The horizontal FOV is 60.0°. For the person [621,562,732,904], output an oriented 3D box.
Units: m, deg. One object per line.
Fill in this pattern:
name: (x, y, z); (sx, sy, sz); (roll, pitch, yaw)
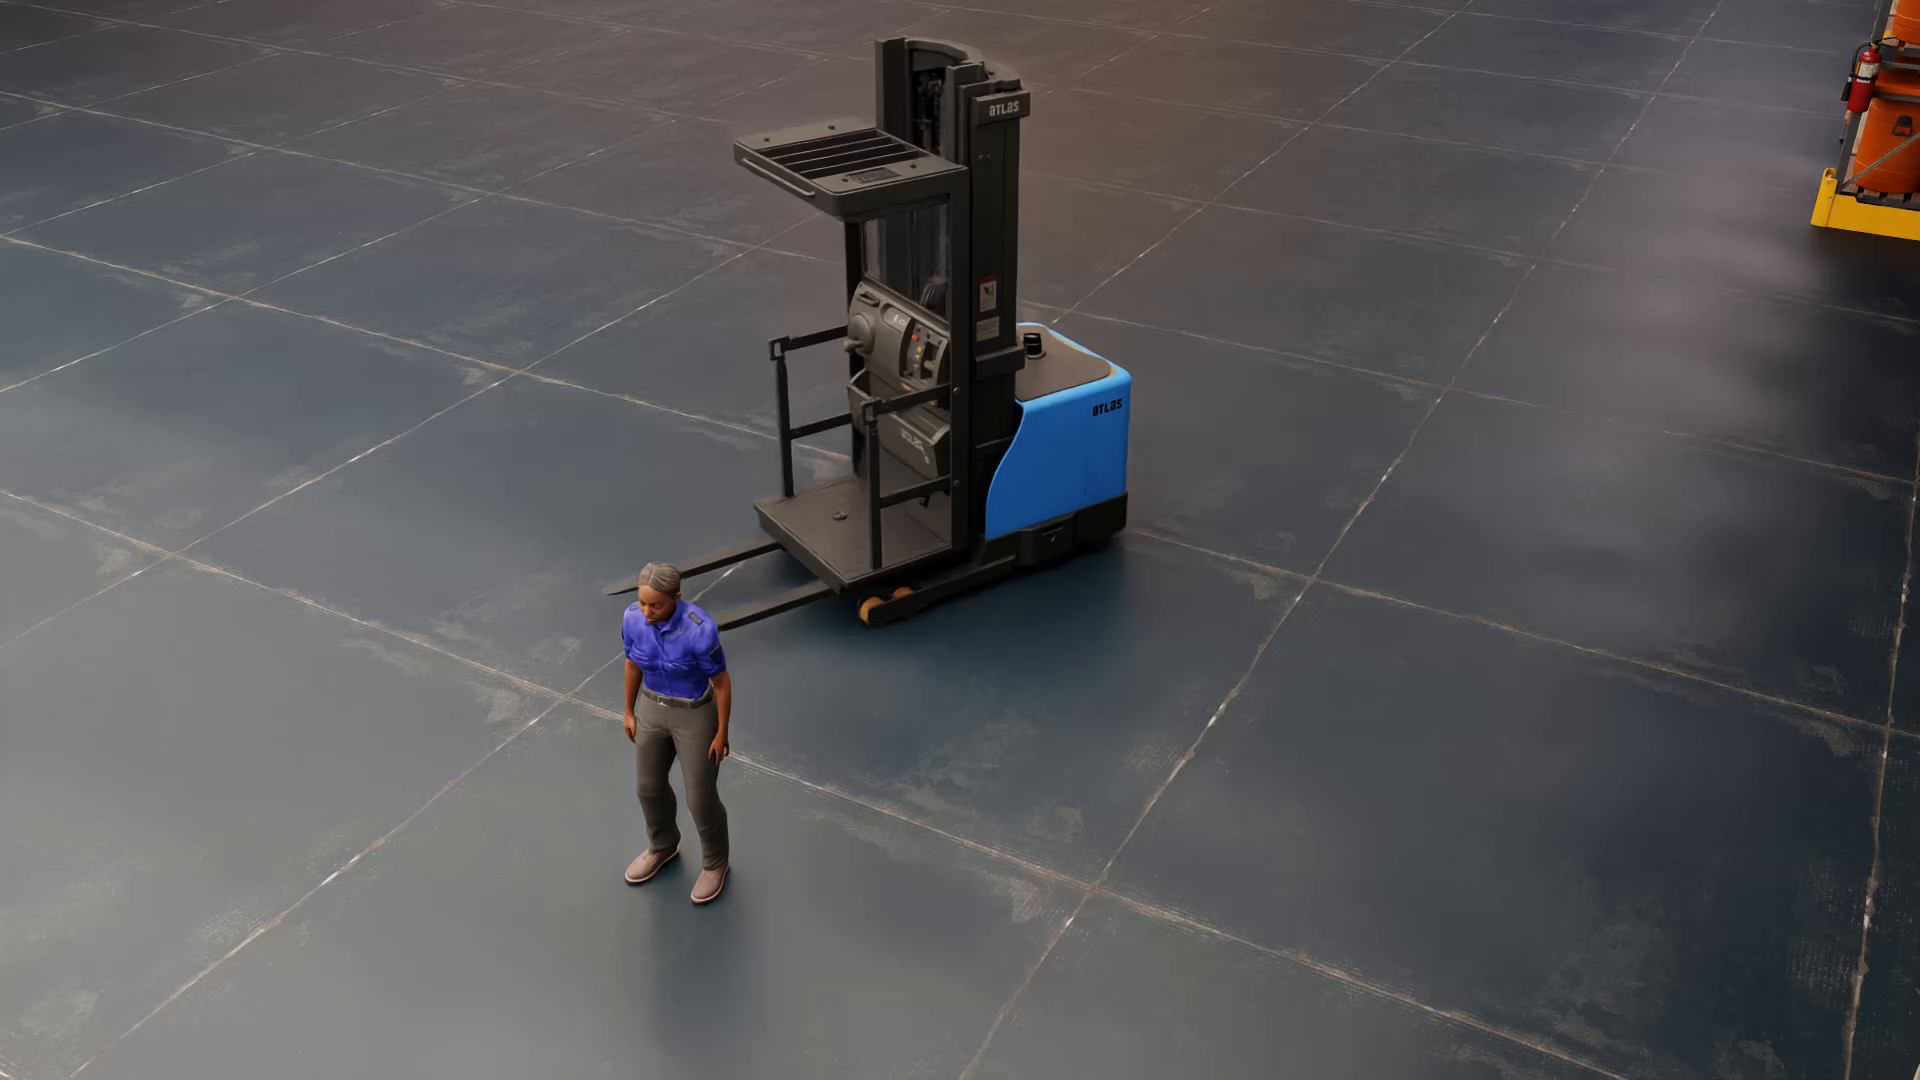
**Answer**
person: (-1.206, 0.772, 7.014); (0.519, 1.653, 0.351); (11, 32, 18)

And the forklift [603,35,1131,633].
forklift: (-0.511, -1.086, 8.953); (3.031, 2.935, 1.130); (-19, 35, -29)
